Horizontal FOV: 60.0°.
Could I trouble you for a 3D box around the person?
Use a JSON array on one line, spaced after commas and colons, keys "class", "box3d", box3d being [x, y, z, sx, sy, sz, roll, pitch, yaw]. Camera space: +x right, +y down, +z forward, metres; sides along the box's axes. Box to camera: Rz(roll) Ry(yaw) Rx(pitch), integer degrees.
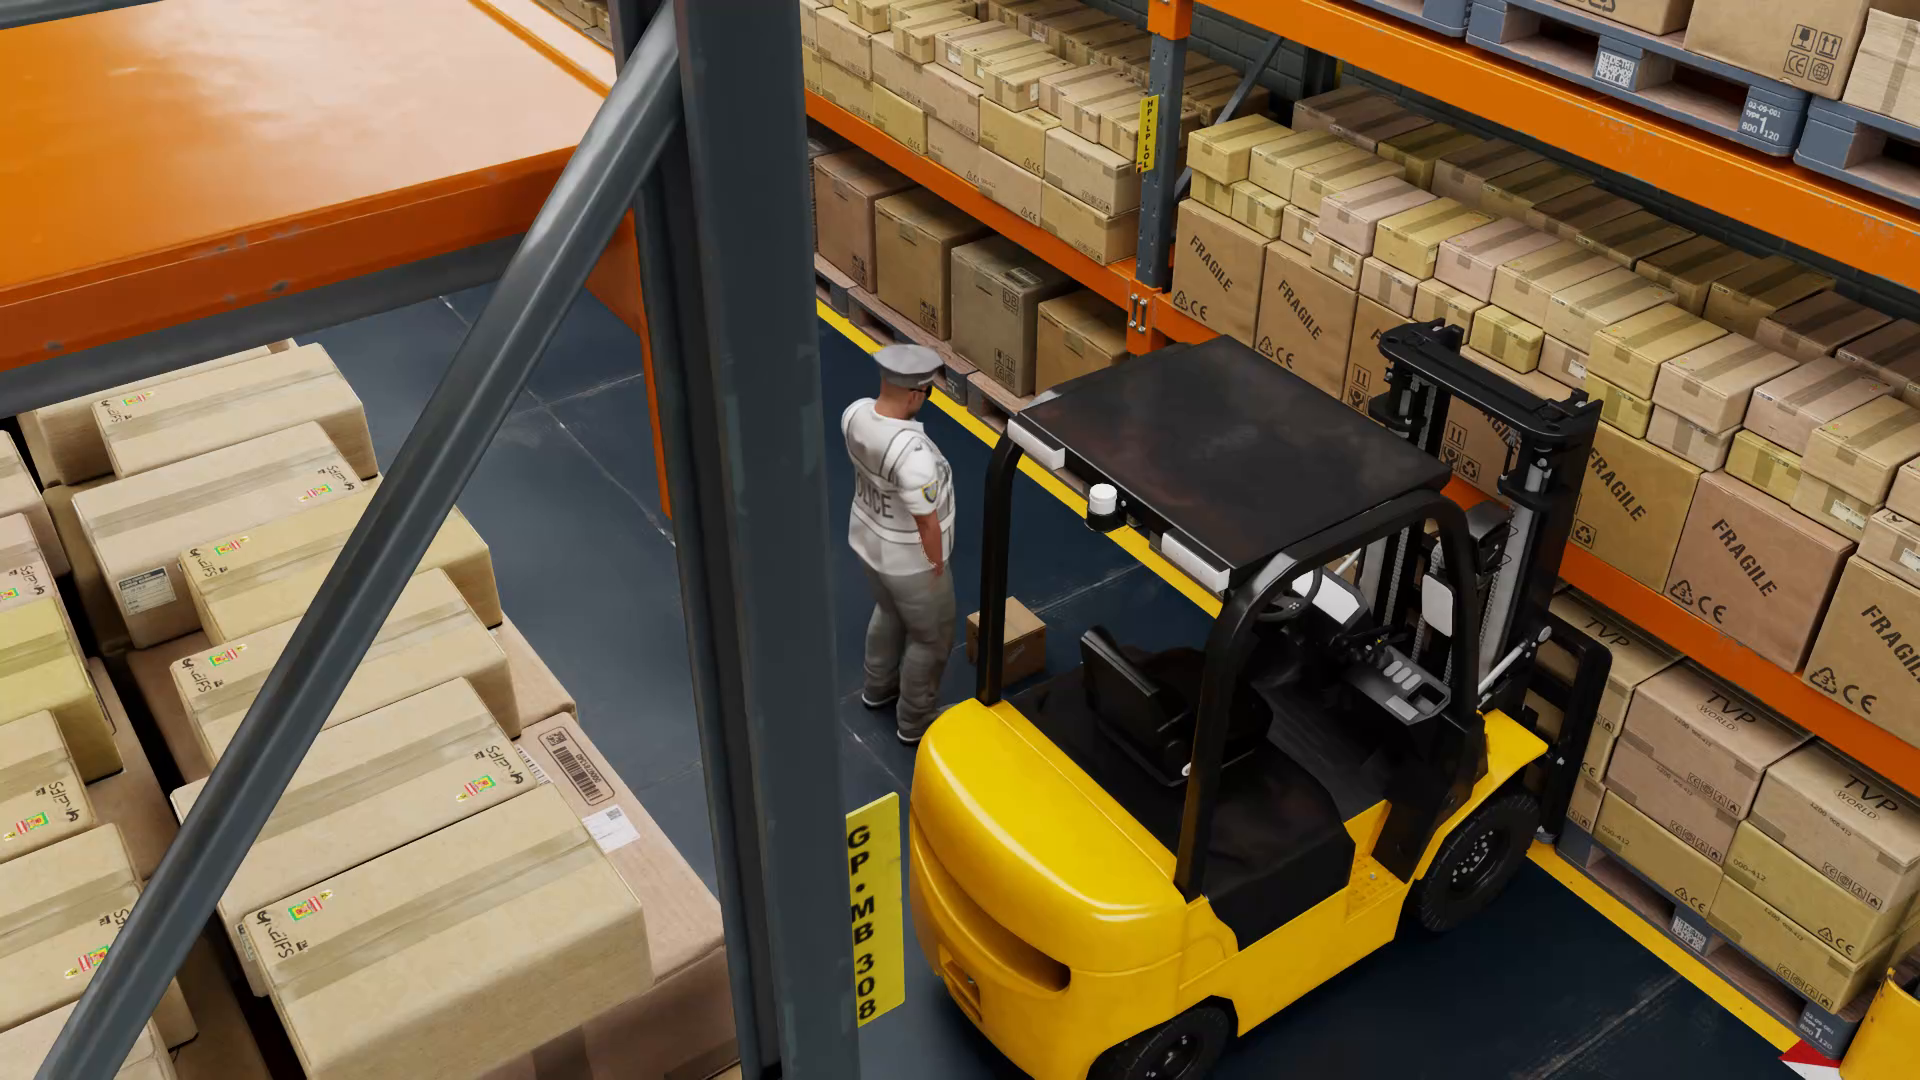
[{"class": "person", "box3d": [-0.232, 0.023, 6.632, 0.389, 1.736, 0.534, -22, 41, -27]}]
